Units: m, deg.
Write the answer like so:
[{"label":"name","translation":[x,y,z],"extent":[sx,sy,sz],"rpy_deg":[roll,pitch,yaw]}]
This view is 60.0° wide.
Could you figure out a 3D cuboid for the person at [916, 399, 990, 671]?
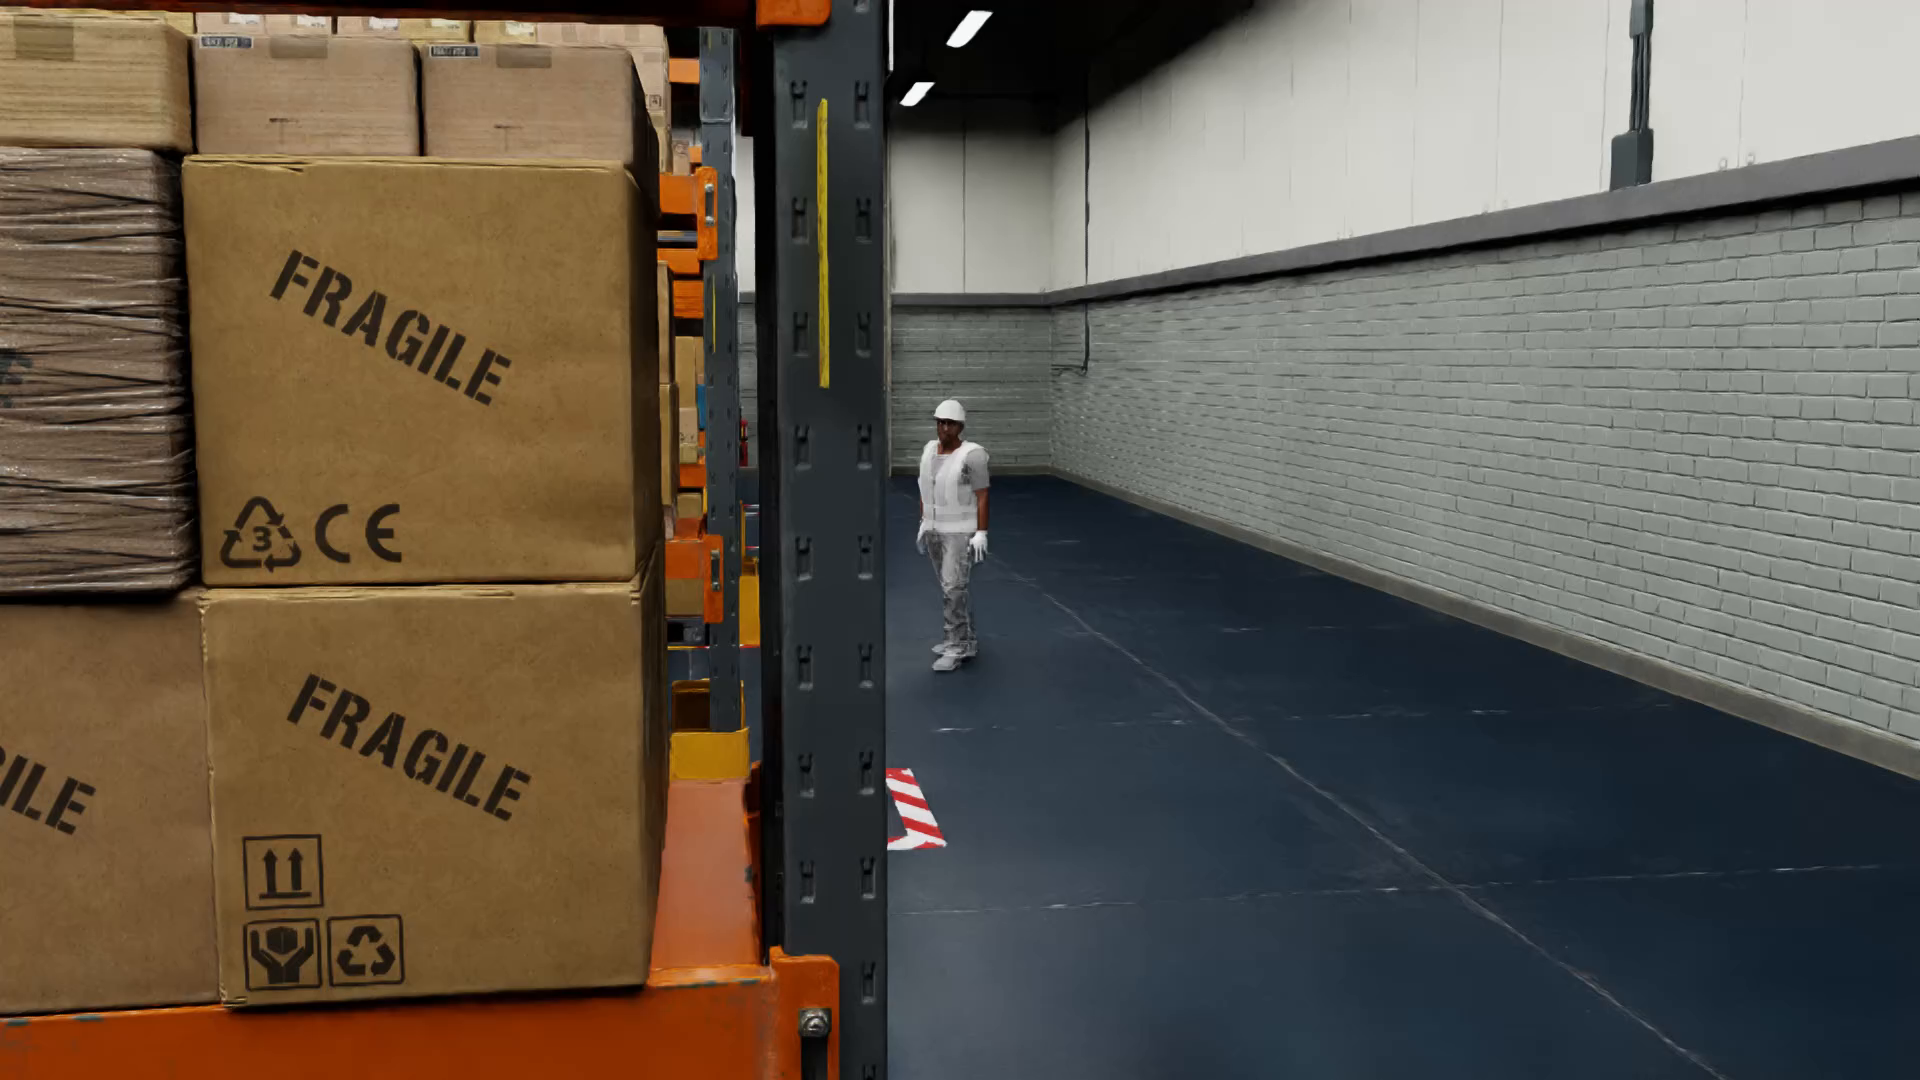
[{"label":"person","translation":[-0.046,-0.048,11.052],"extent":[0.568,1.777,0.574],"rpy_deg":[-6,9,-43]}]
